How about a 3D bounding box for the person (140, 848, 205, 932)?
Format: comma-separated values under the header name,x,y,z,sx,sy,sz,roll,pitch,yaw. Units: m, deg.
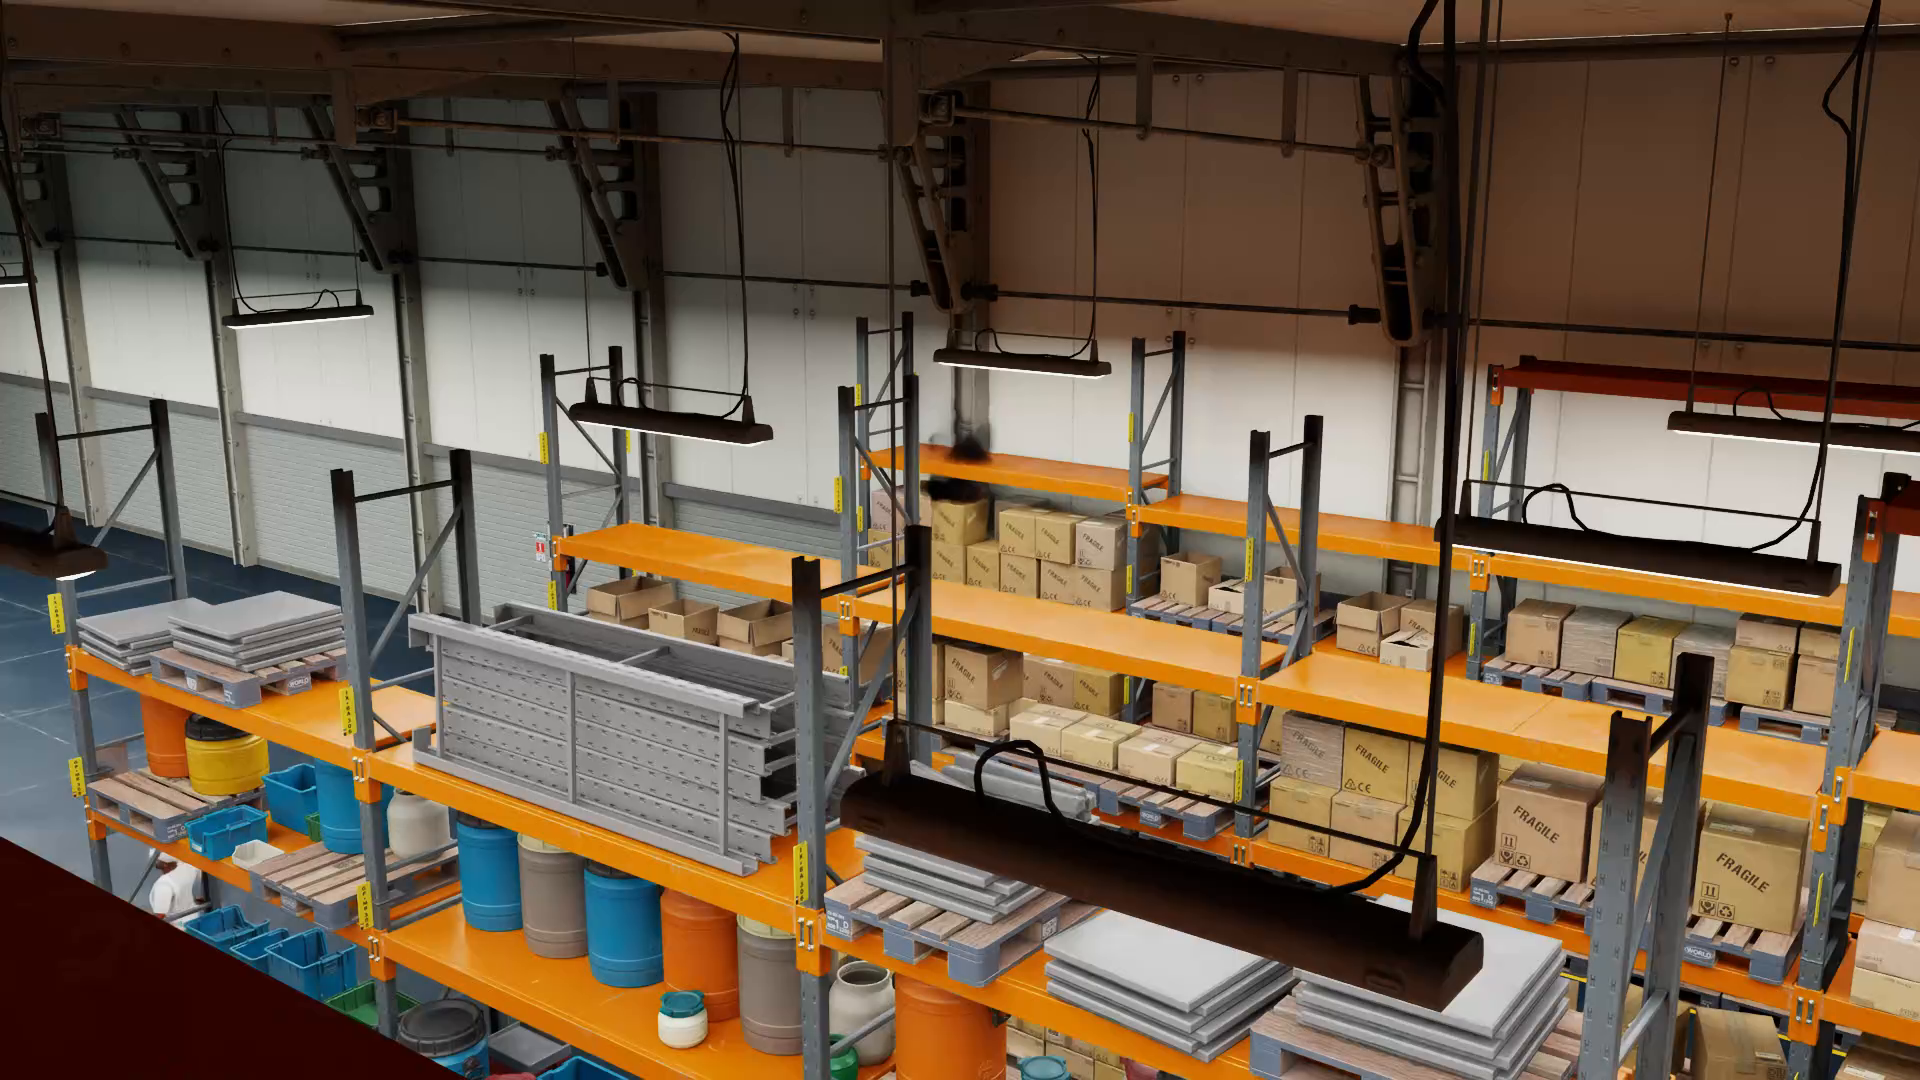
name,x,y,z,sx,sy,sz,roll,pitch,yaw
person,-7.459,3.623,15.752,0.669,1.699,0.717,-2,13,-8
